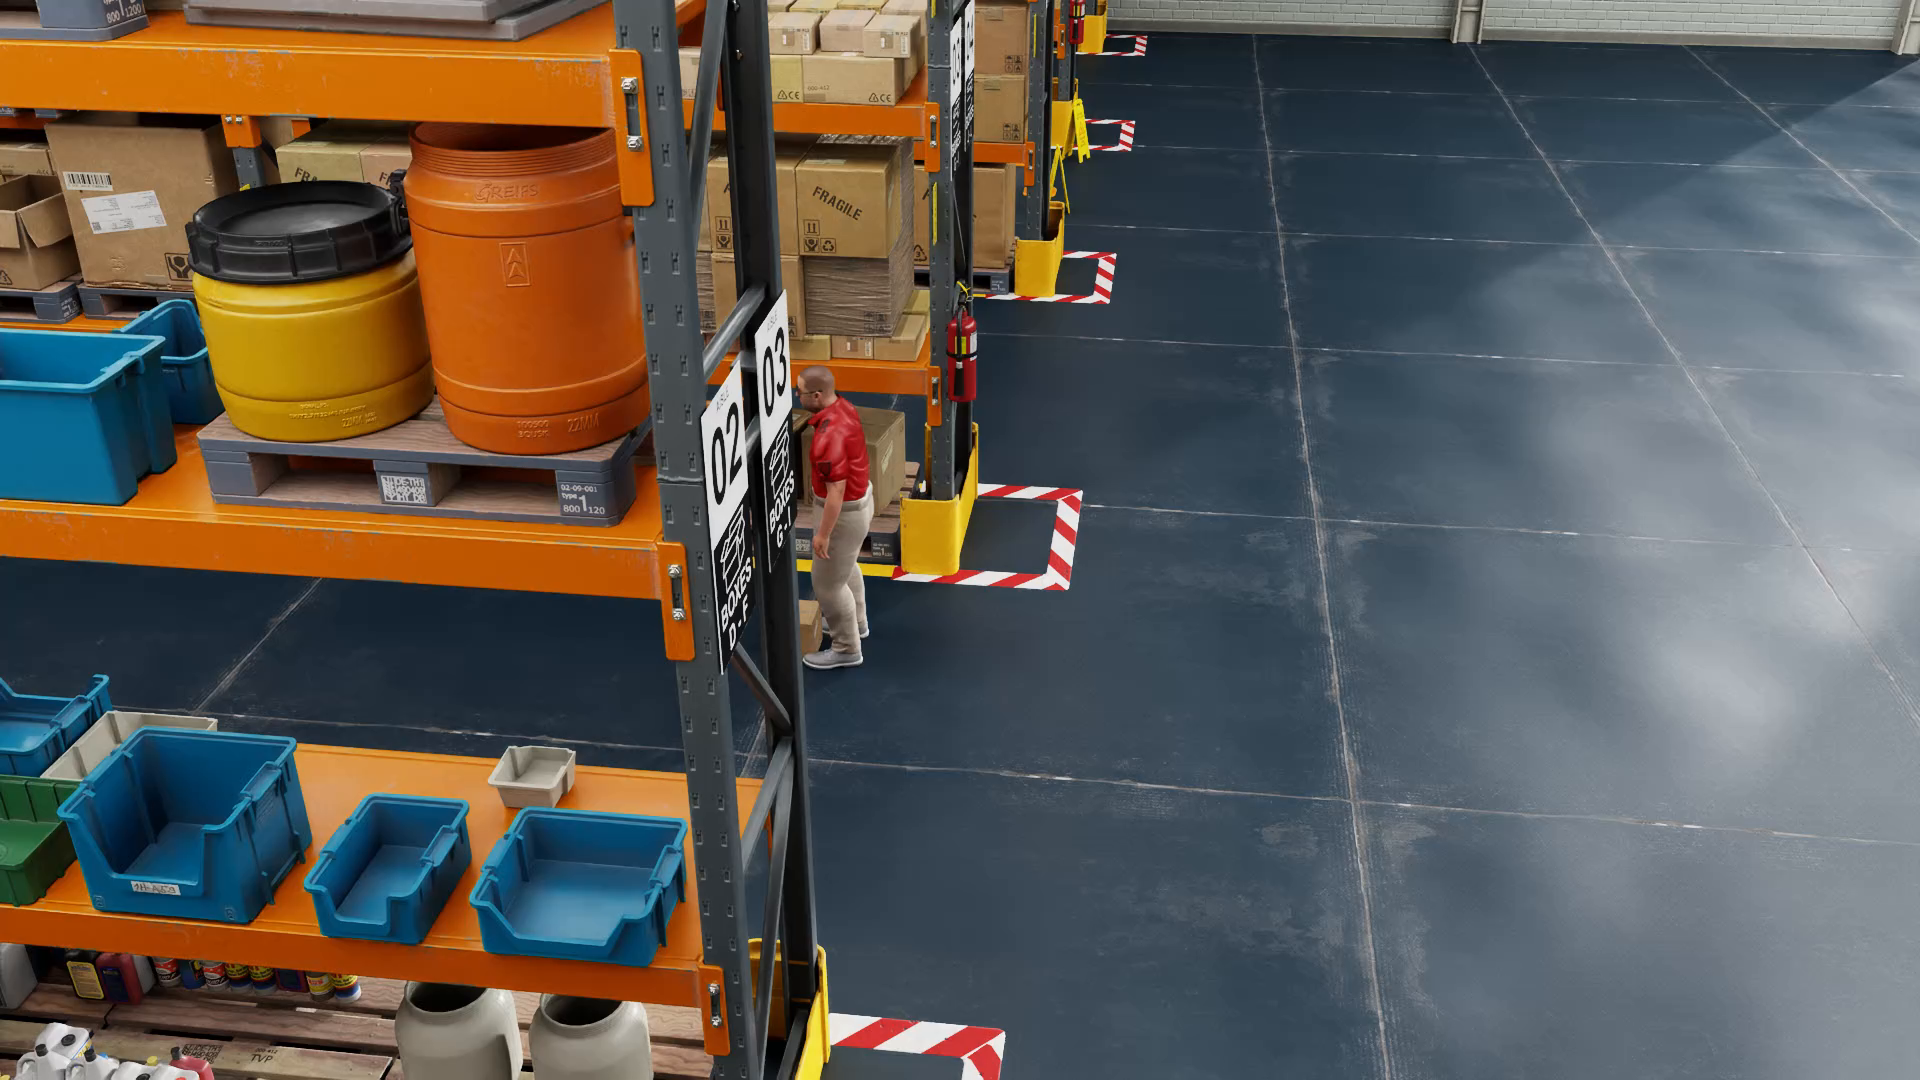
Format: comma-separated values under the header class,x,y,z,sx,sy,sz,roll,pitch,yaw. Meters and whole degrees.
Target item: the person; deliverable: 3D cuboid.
class,x,y,z,sx,sy,sz,roll,pitch,yaw
person,-0.665,-0.135,8.890,0.387,1.726,0.593,3,28,5
